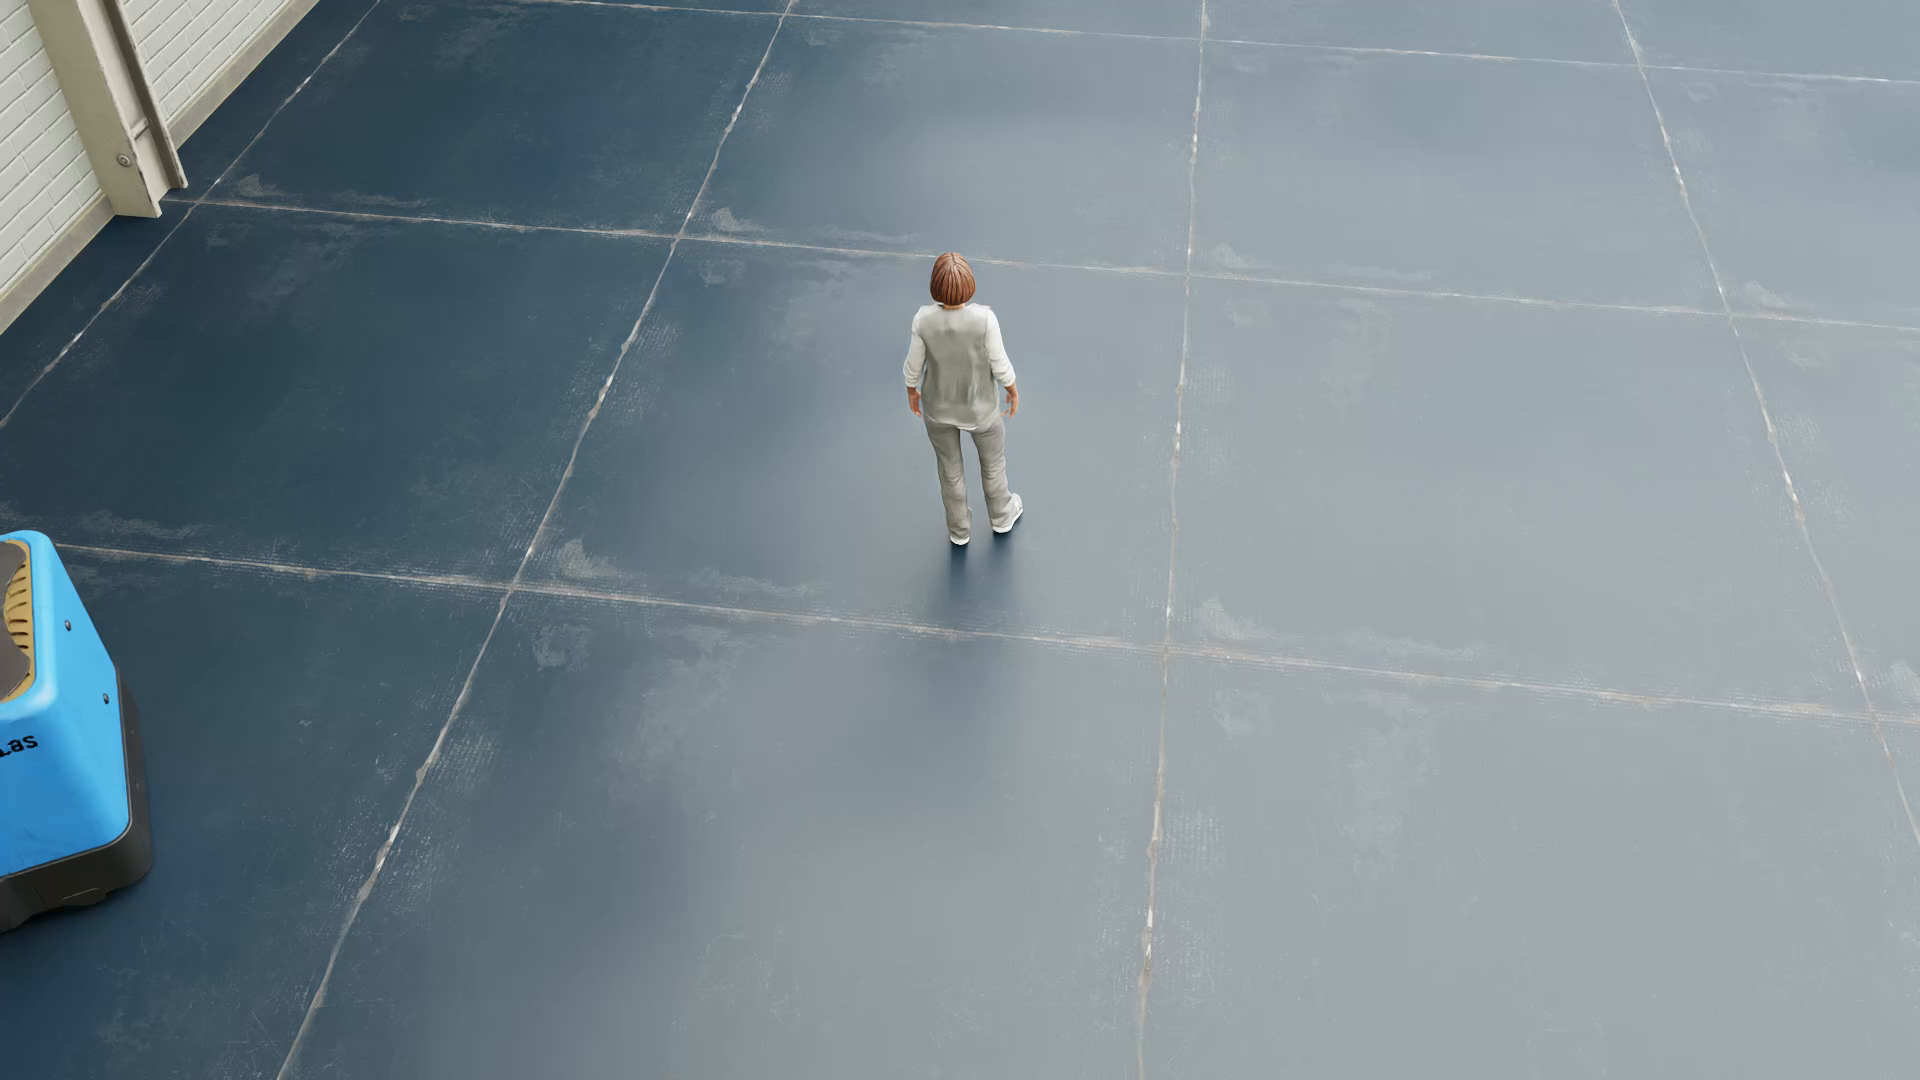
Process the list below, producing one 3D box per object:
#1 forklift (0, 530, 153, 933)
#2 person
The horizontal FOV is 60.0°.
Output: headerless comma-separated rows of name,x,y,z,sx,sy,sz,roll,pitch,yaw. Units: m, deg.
forklift,-4.685,0.354,5.339,3.031,2.935,1.130,-17,45,-17
person,0.024,-0.642,7.399,0.520,1.599,0.473,5,43,6
